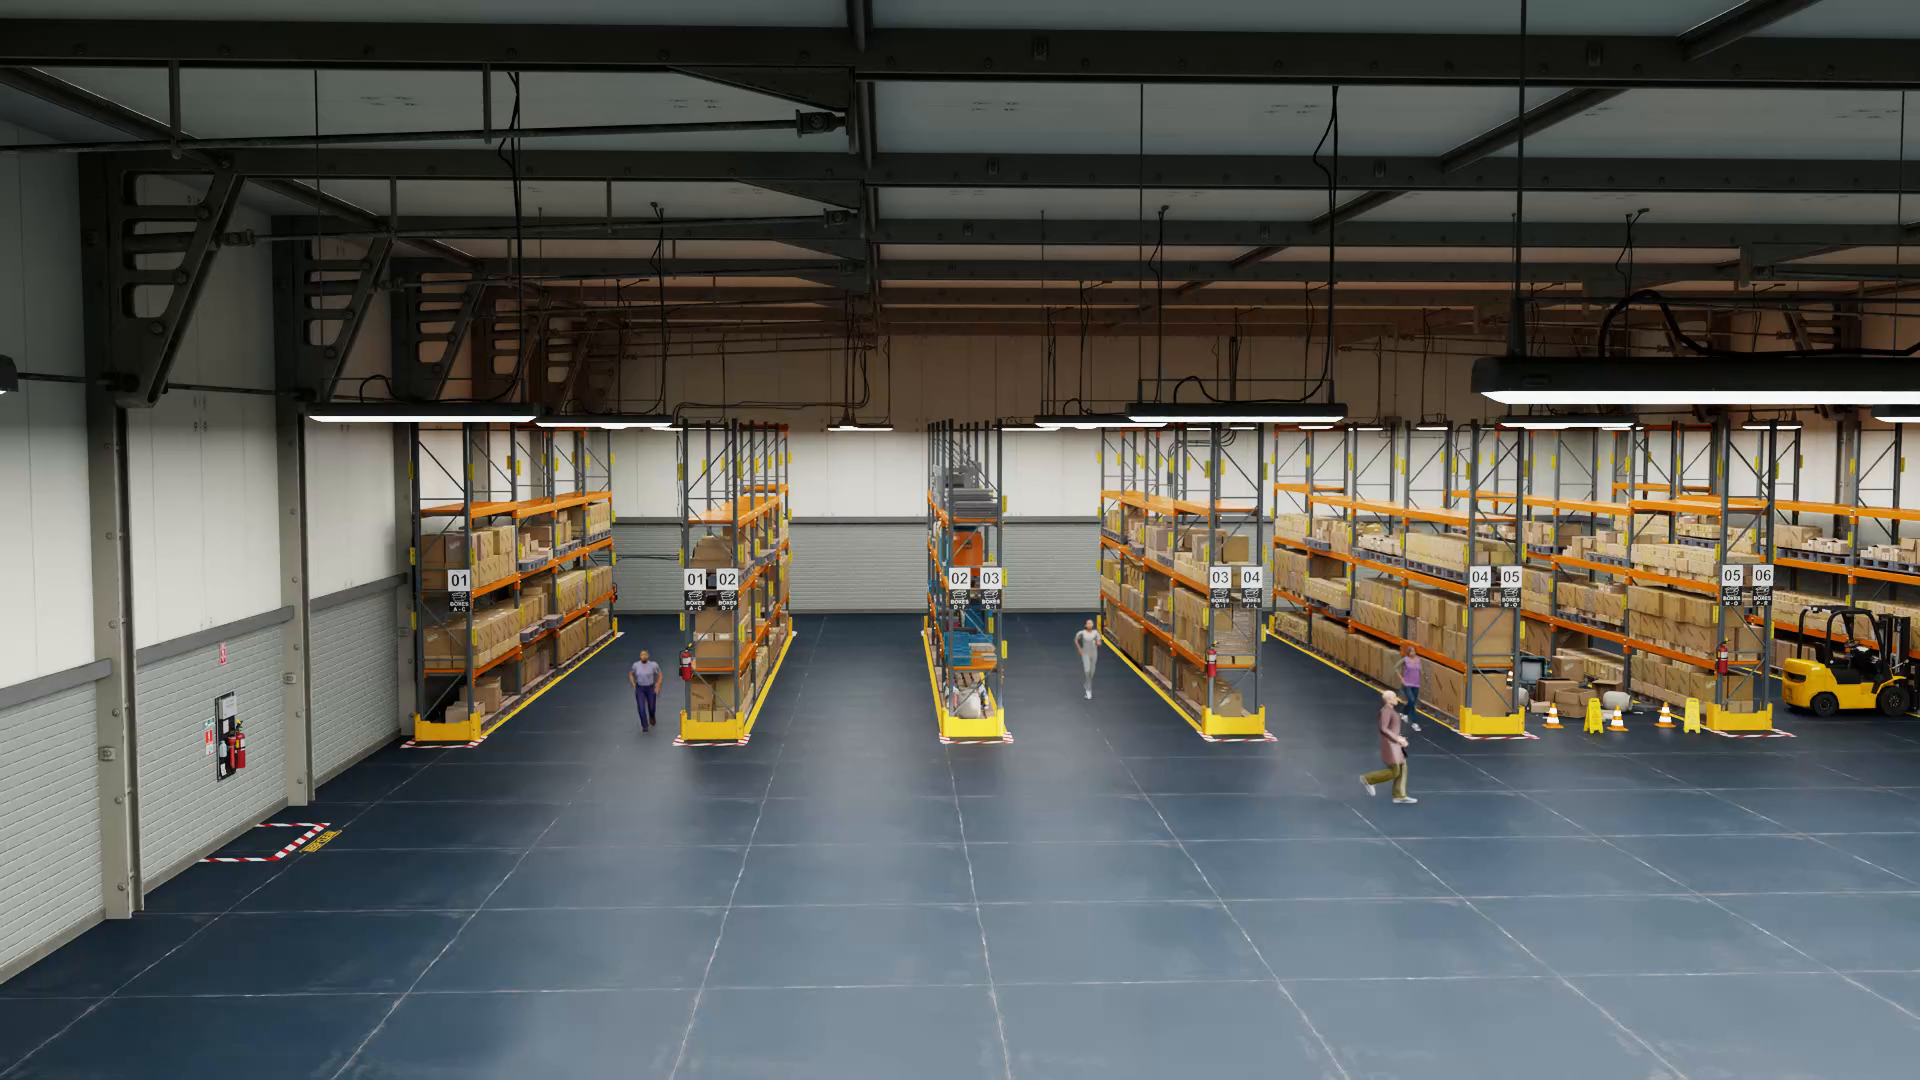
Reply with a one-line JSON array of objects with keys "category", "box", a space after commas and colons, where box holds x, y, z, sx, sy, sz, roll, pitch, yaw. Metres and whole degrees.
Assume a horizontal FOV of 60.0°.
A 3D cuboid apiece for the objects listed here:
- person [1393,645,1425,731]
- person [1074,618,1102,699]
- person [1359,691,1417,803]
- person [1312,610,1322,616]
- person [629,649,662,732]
[{"category": "person", "box": [8.727, 2.835, 32.179, 0.543, 1.594, 0.849, -1, 4, -15]}, {"category": "person", "box": [2.807, 2.559, 36.219, 0.551, 1.719, 0.742, -1, 4, -12]}, {"category": "person", "box": [6.663, 3.196, 25.708, 0.799, 1.745, 0.726, 1, 4, 18]}, {"category": "person", "box": [10.539, 1.856, 48.893, 0.763, 1.490, 0.445, -3, 5, -39]}, {"category": "person", "box": [-6.032, 2.879, 31.887, 0.633, 1.594, 0.570, 0, 4, -4]}]
